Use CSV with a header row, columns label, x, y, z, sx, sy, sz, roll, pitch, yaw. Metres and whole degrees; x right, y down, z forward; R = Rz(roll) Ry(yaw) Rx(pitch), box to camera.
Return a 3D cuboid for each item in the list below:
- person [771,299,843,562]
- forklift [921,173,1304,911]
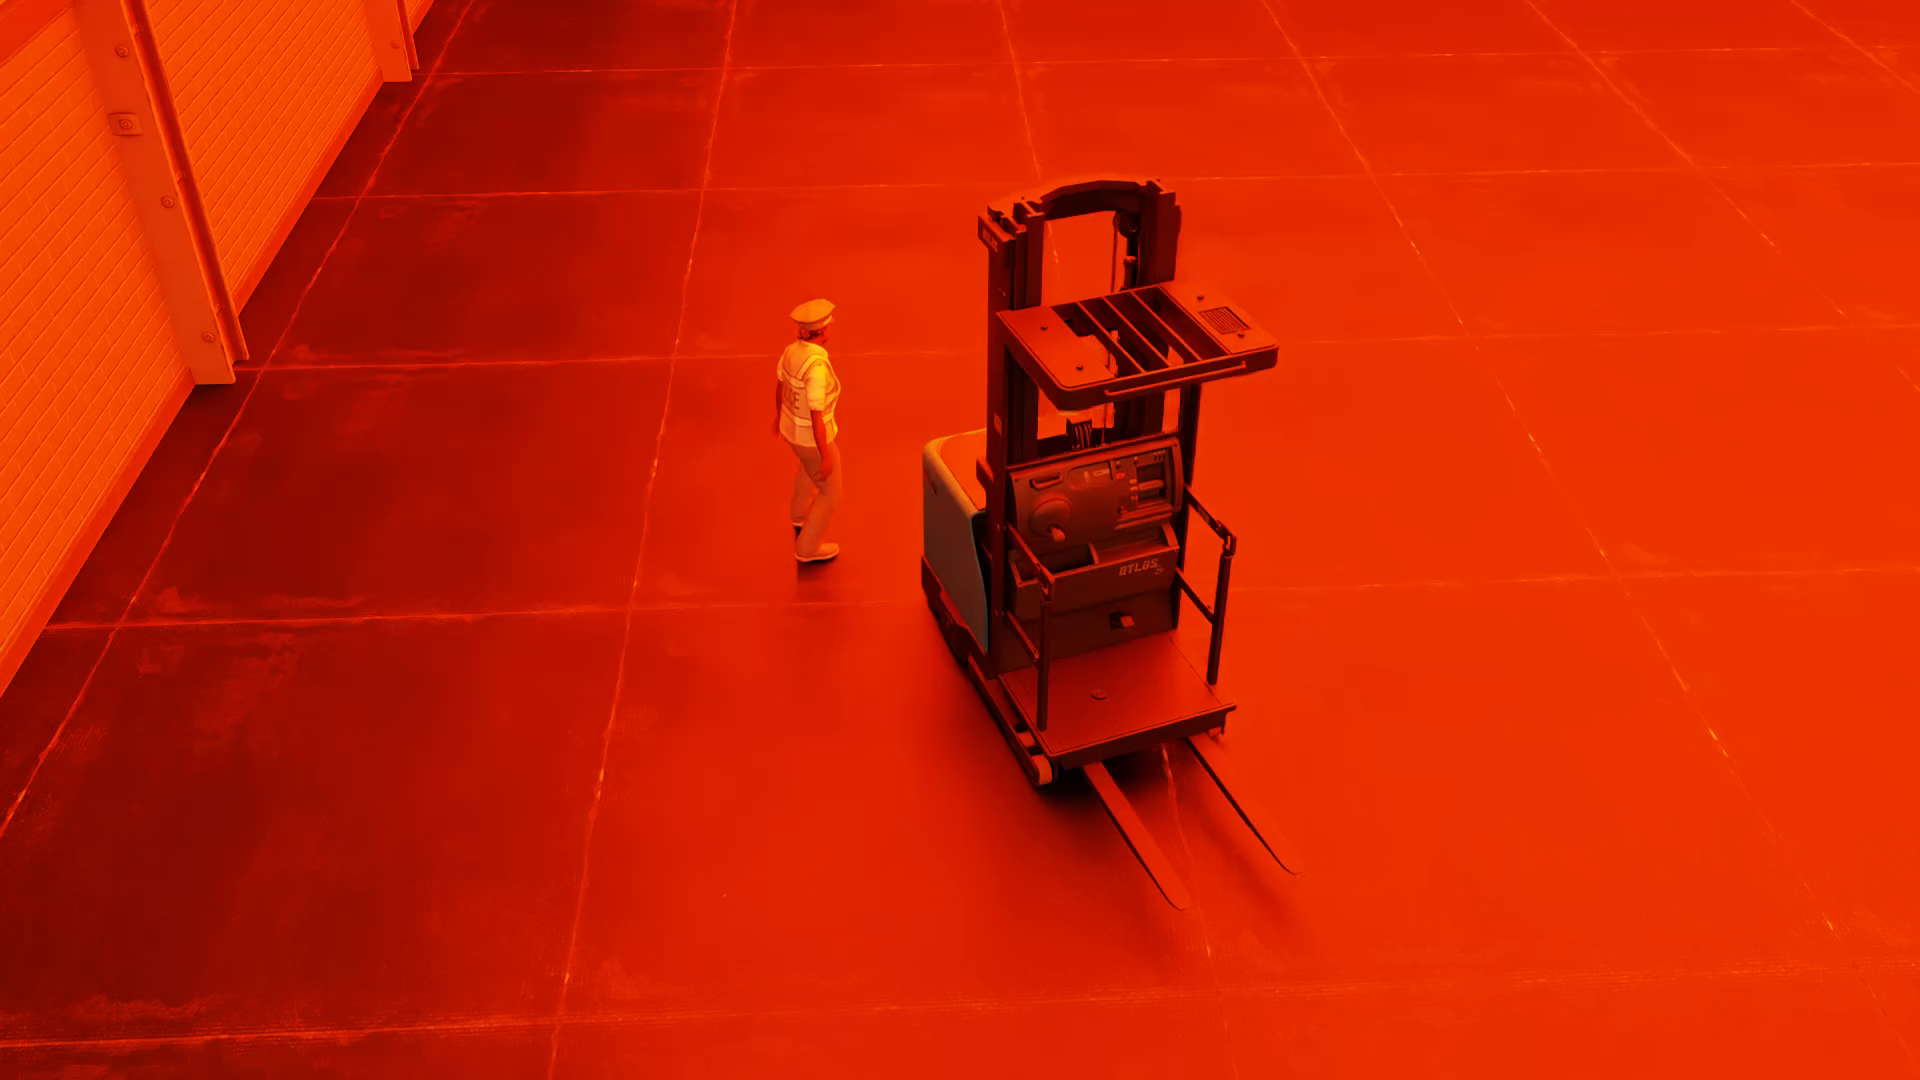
label,x,y,z,sx,sy,sz,roll,pitch,yaw
person,-0.902,-0.651,9.967,0.415,1.628,0.801,-18,40,-23
forklift,0.780,-0.178,8.254,1.130,2.935,3.031,-13,38,-17
